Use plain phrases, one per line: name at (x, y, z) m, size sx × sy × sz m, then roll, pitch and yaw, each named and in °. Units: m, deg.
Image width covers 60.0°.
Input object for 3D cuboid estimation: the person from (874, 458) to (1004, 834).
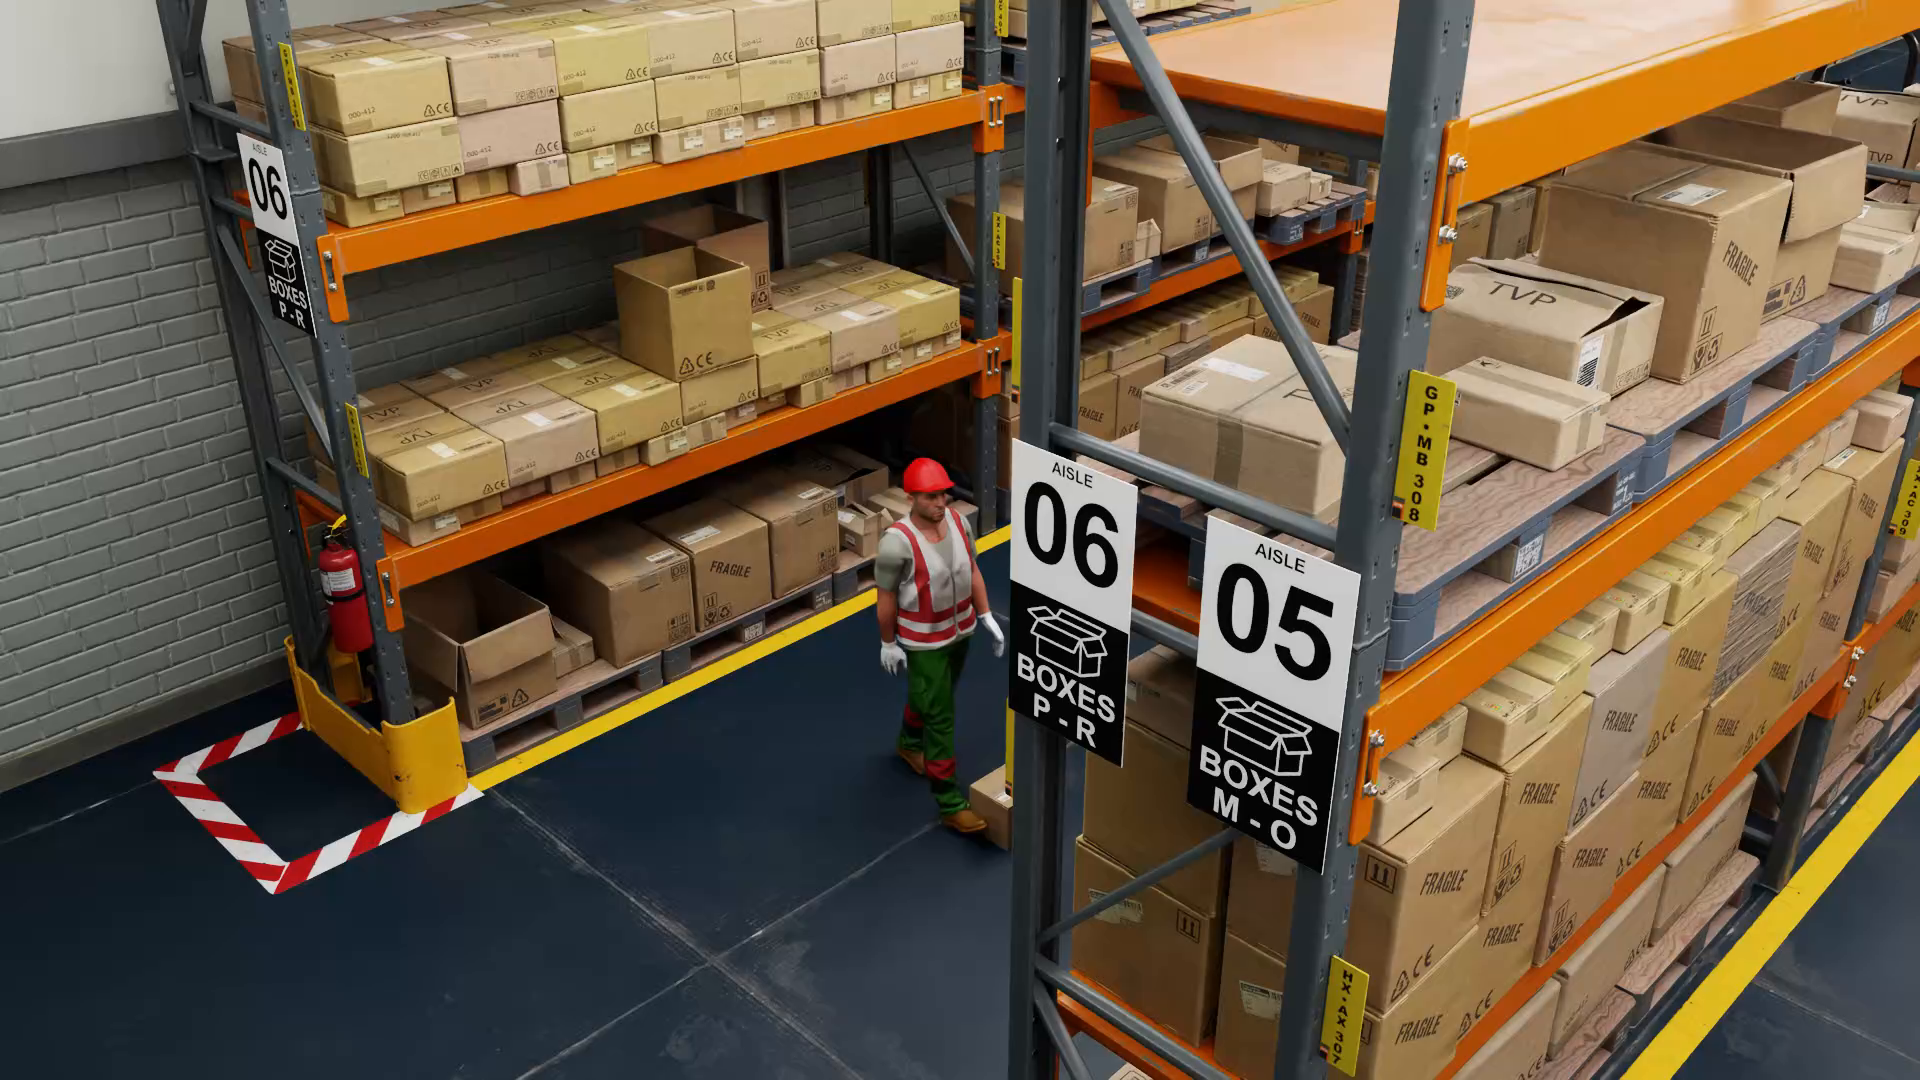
person at (-0.061, 0.467, 7.727) m, size 0.827 × 1.779 × 0.531 m, roll 24°, pitch 36°, yaw 38°
